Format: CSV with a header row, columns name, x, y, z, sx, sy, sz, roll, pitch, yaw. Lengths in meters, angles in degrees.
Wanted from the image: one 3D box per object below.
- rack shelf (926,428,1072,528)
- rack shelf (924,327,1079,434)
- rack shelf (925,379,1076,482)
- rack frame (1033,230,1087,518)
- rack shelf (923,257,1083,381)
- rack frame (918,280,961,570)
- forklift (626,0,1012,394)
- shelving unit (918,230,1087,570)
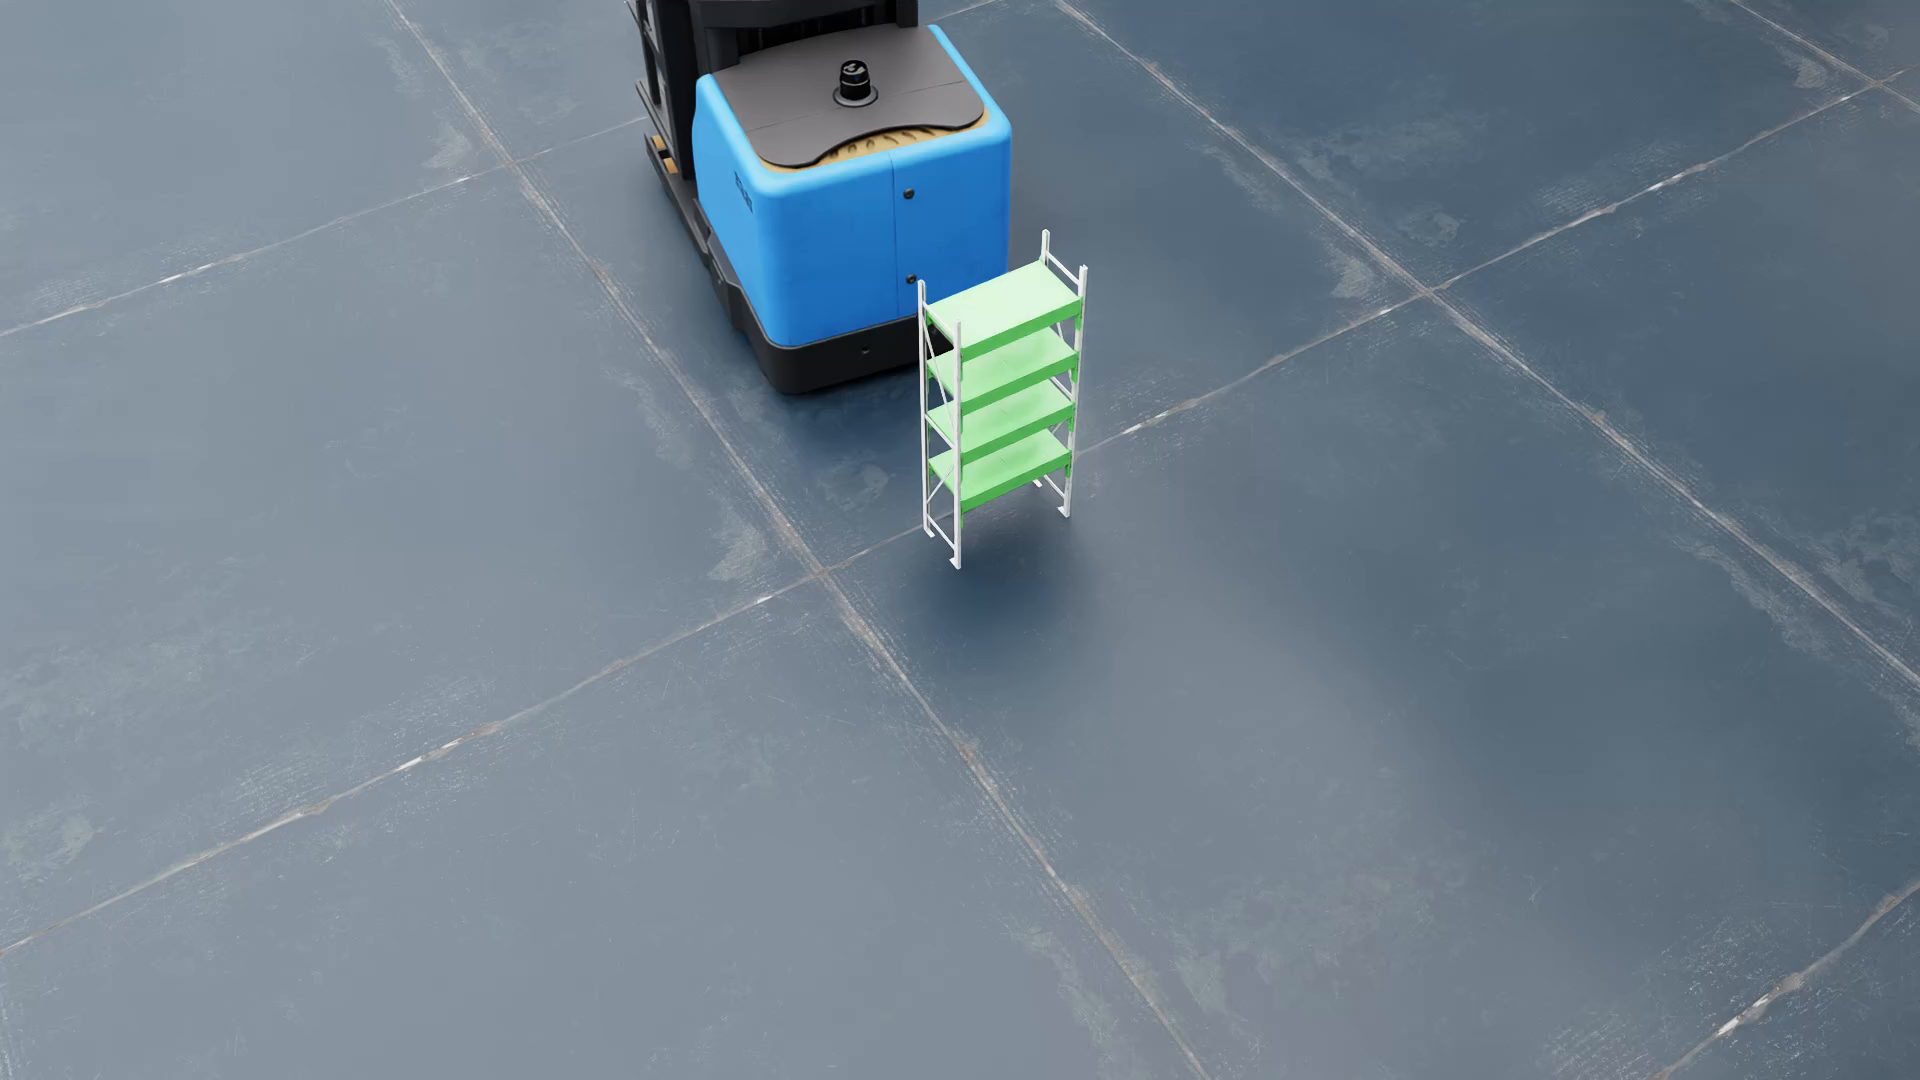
name,x,y,z,sx,sy,sz,roll,pitch,yaw
rack shelf,0.140,-0.263,6.088,0.480,0.148,0.258,-25,53,-21
rack shelf,0.140,-0.582,5.729,0.480,0.148,0.258,-25,53,-21
rack shelf,0.140,-0.422,5.908,0.480,0.148,0.258,-25,53,-21
rack frame,0.346,-0.562,5.947,0.015,1.200,0.240,-25,53,-21
rack shelf,0.140,-0.742,5.550,0.480,0.148,0.258,-25,53,-21
rack frame,-0.066,-0.368,5.774,0.015,1.200,0.240,-25,53,-21
forklift,-0.819,-2.684,6.678,1.130,2.935,3.031,-17,51,-15
shelving unit,0.140,-0.465,5.861,0.503,1.200,0.258,-25,53,-21
